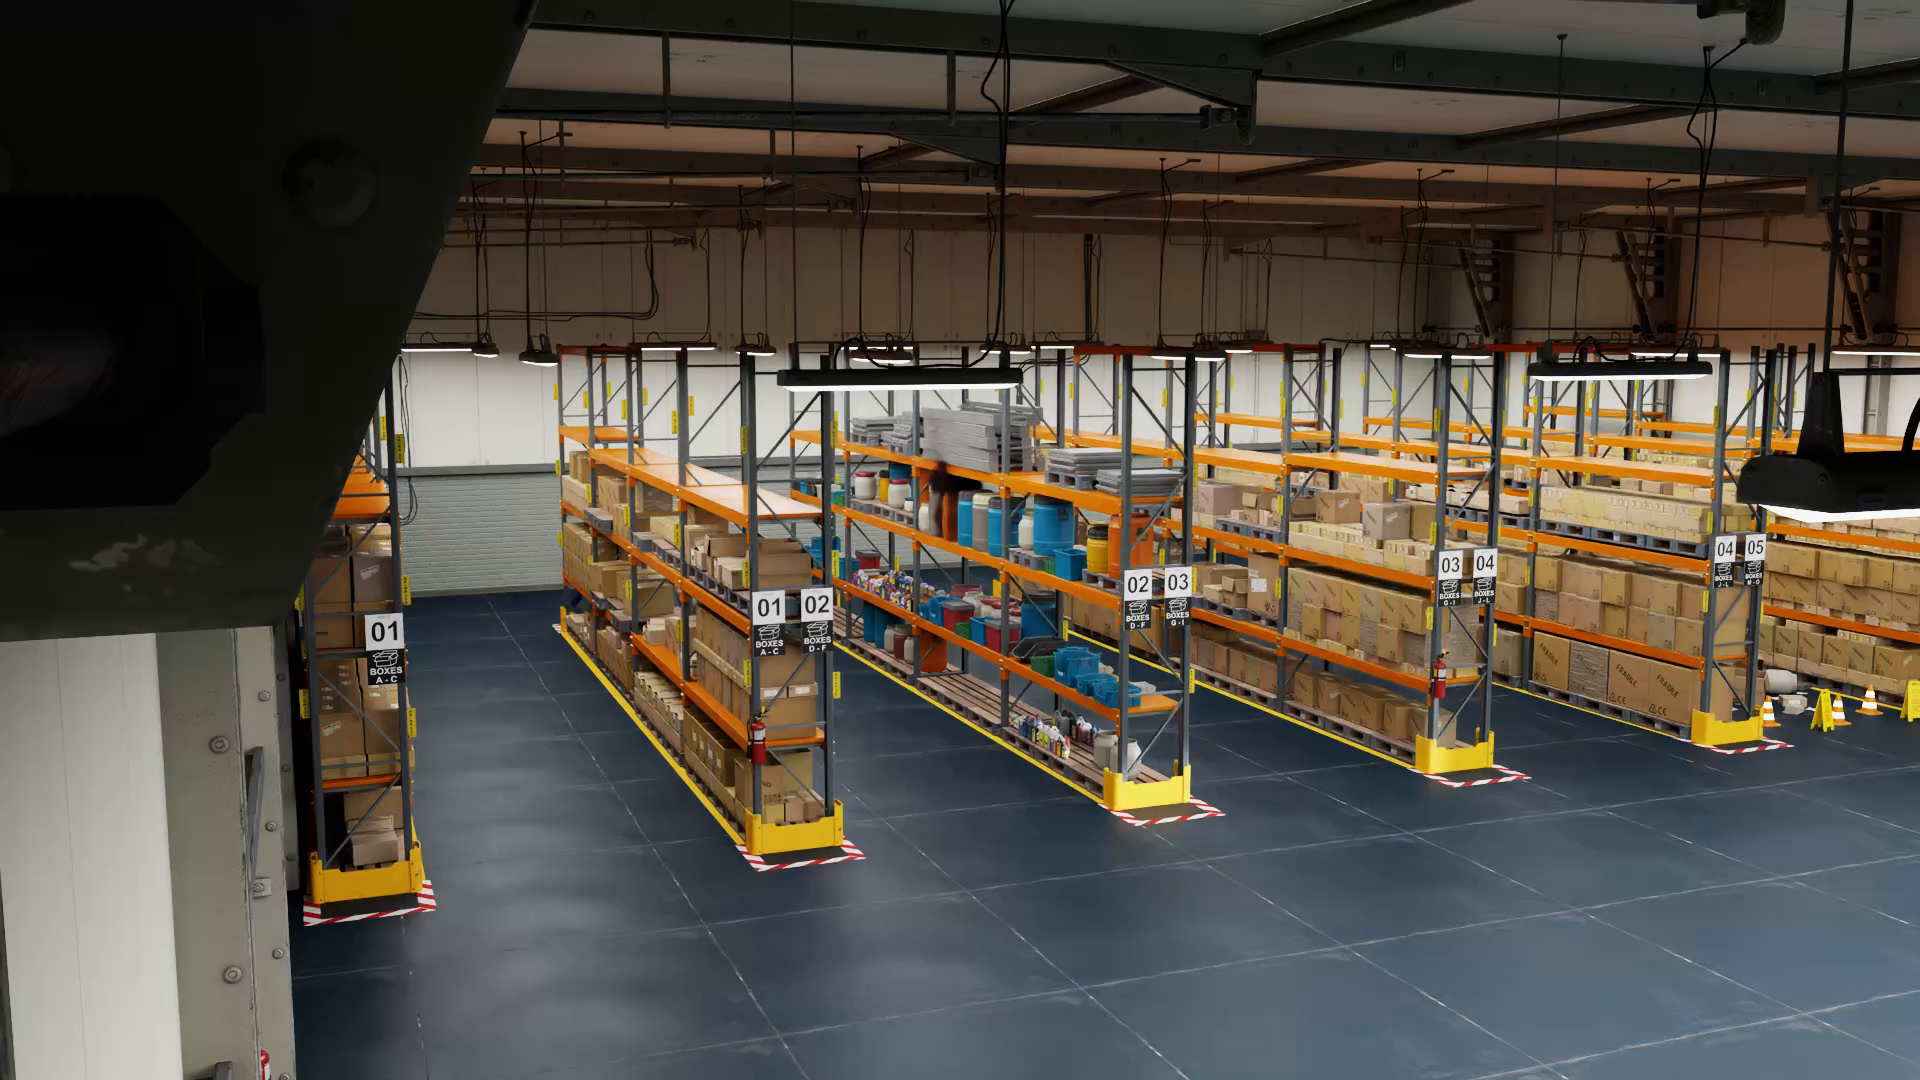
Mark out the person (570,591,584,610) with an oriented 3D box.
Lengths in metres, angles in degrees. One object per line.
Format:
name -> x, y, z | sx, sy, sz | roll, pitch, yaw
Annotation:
person -> -8.309, 0.804, 37.072 | 0.862, 1.660, 0.610 | 3, 8, 23

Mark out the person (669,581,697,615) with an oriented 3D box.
person -> -5.824, 1.081, 35.072 | 0.704, 1.695, 0.698 | -4, 8, -30
